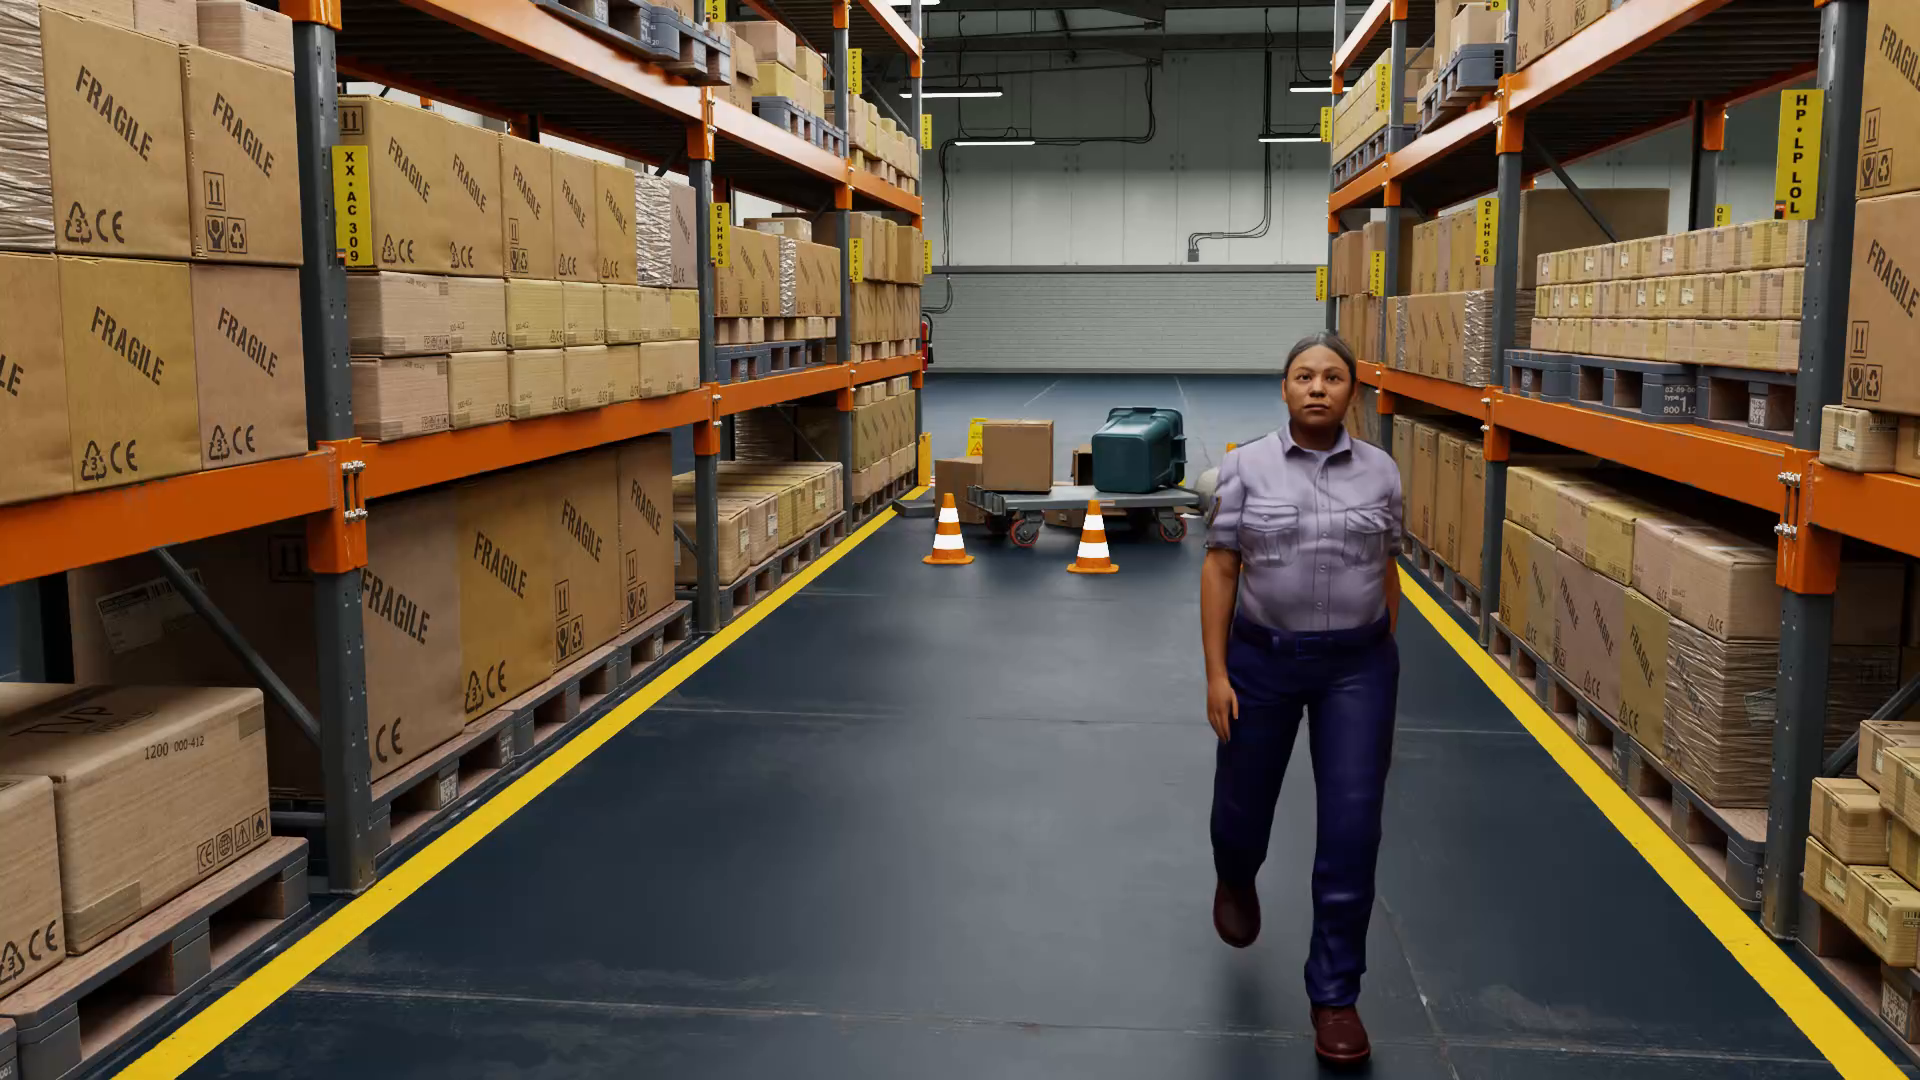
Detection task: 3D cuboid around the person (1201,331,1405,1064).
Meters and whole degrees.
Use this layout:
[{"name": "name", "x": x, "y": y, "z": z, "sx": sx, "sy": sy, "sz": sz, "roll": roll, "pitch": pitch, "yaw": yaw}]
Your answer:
[{"name": "person", "x": 0.807, "y": 0.316, "z": 3.967, "sx": 0.473, "sy": 1.615, "sz": 0.800, "roll": 1, "pitch": 8, "yaw": 6}]
